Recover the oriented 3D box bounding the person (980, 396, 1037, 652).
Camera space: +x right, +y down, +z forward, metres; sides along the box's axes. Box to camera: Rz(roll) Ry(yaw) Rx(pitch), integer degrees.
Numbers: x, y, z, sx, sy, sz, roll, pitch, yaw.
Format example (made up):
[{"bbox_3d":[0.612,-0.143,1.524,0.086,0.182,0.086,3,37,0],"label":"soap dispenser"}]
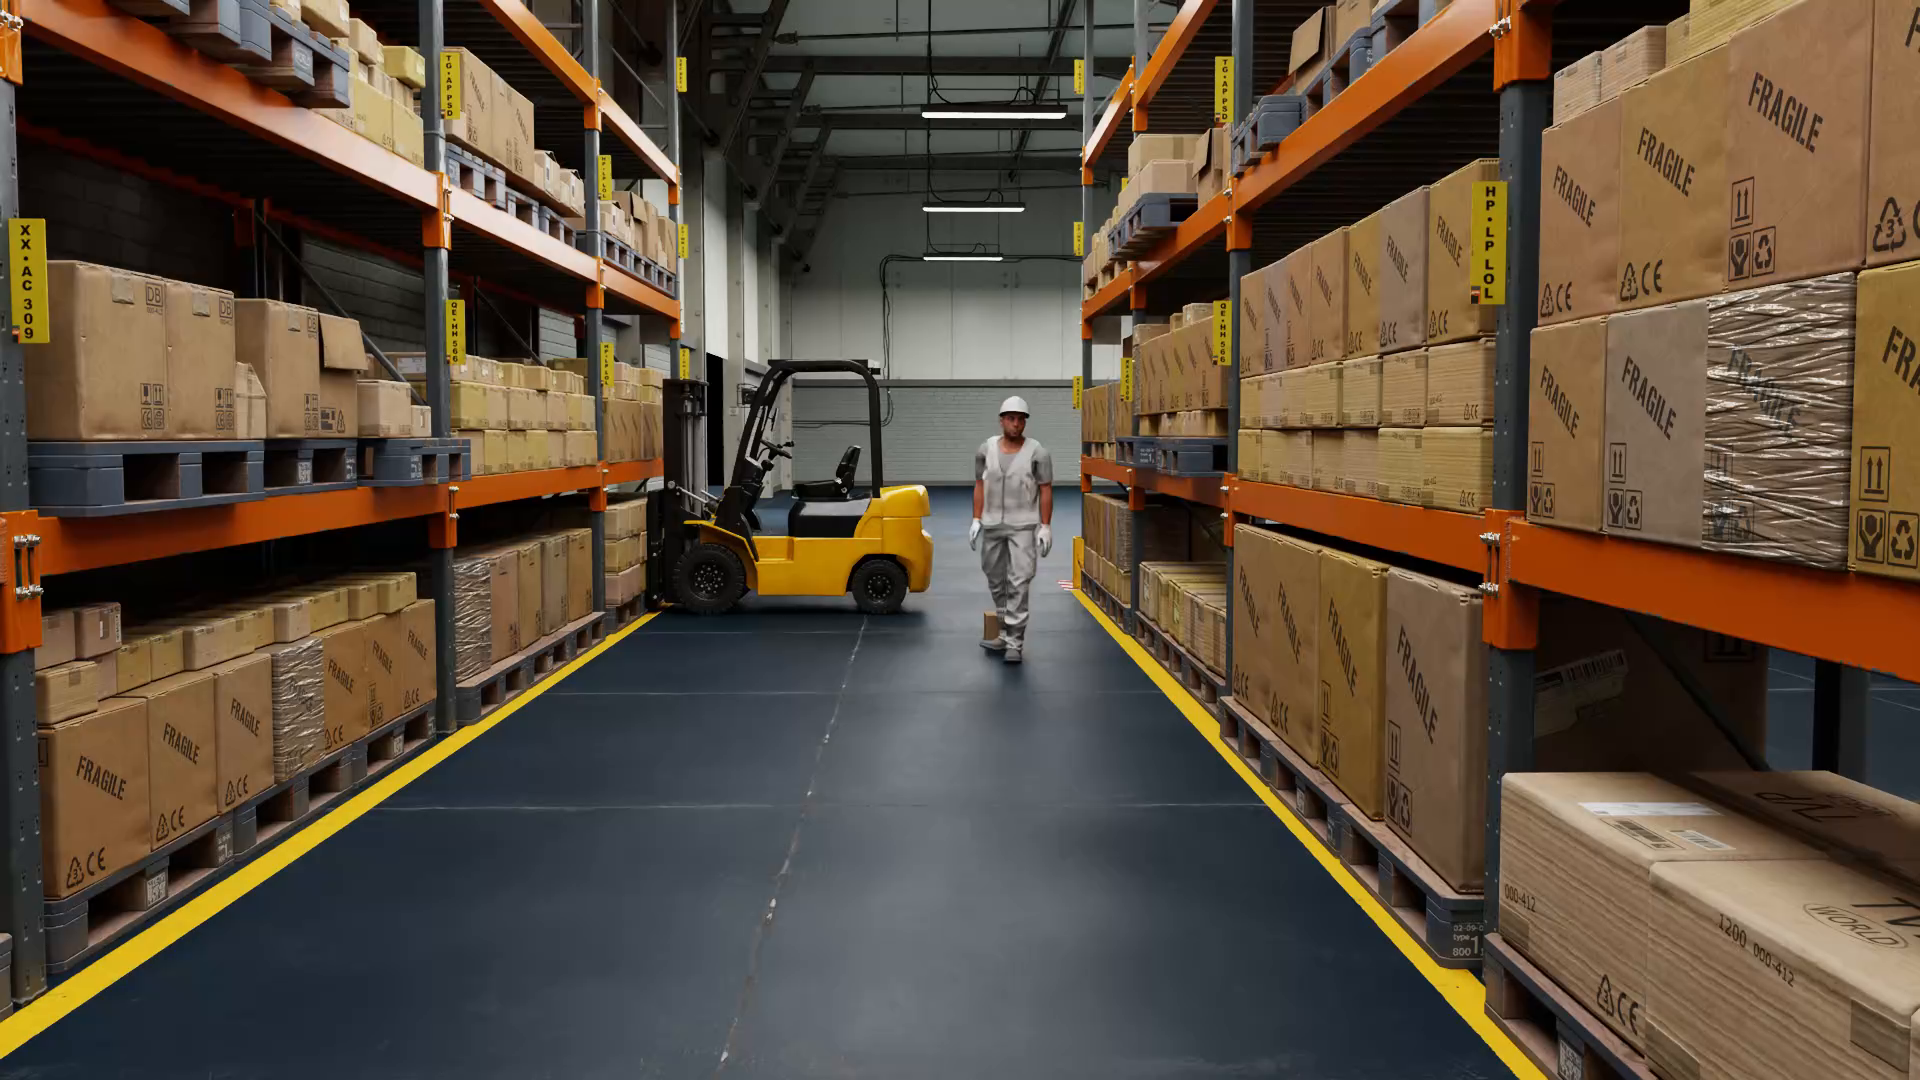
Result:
[{"bbox_3d":[12.400,-1.071,26.709,11.643,1.778,38.200,1,4,21],"label":"person"}]
